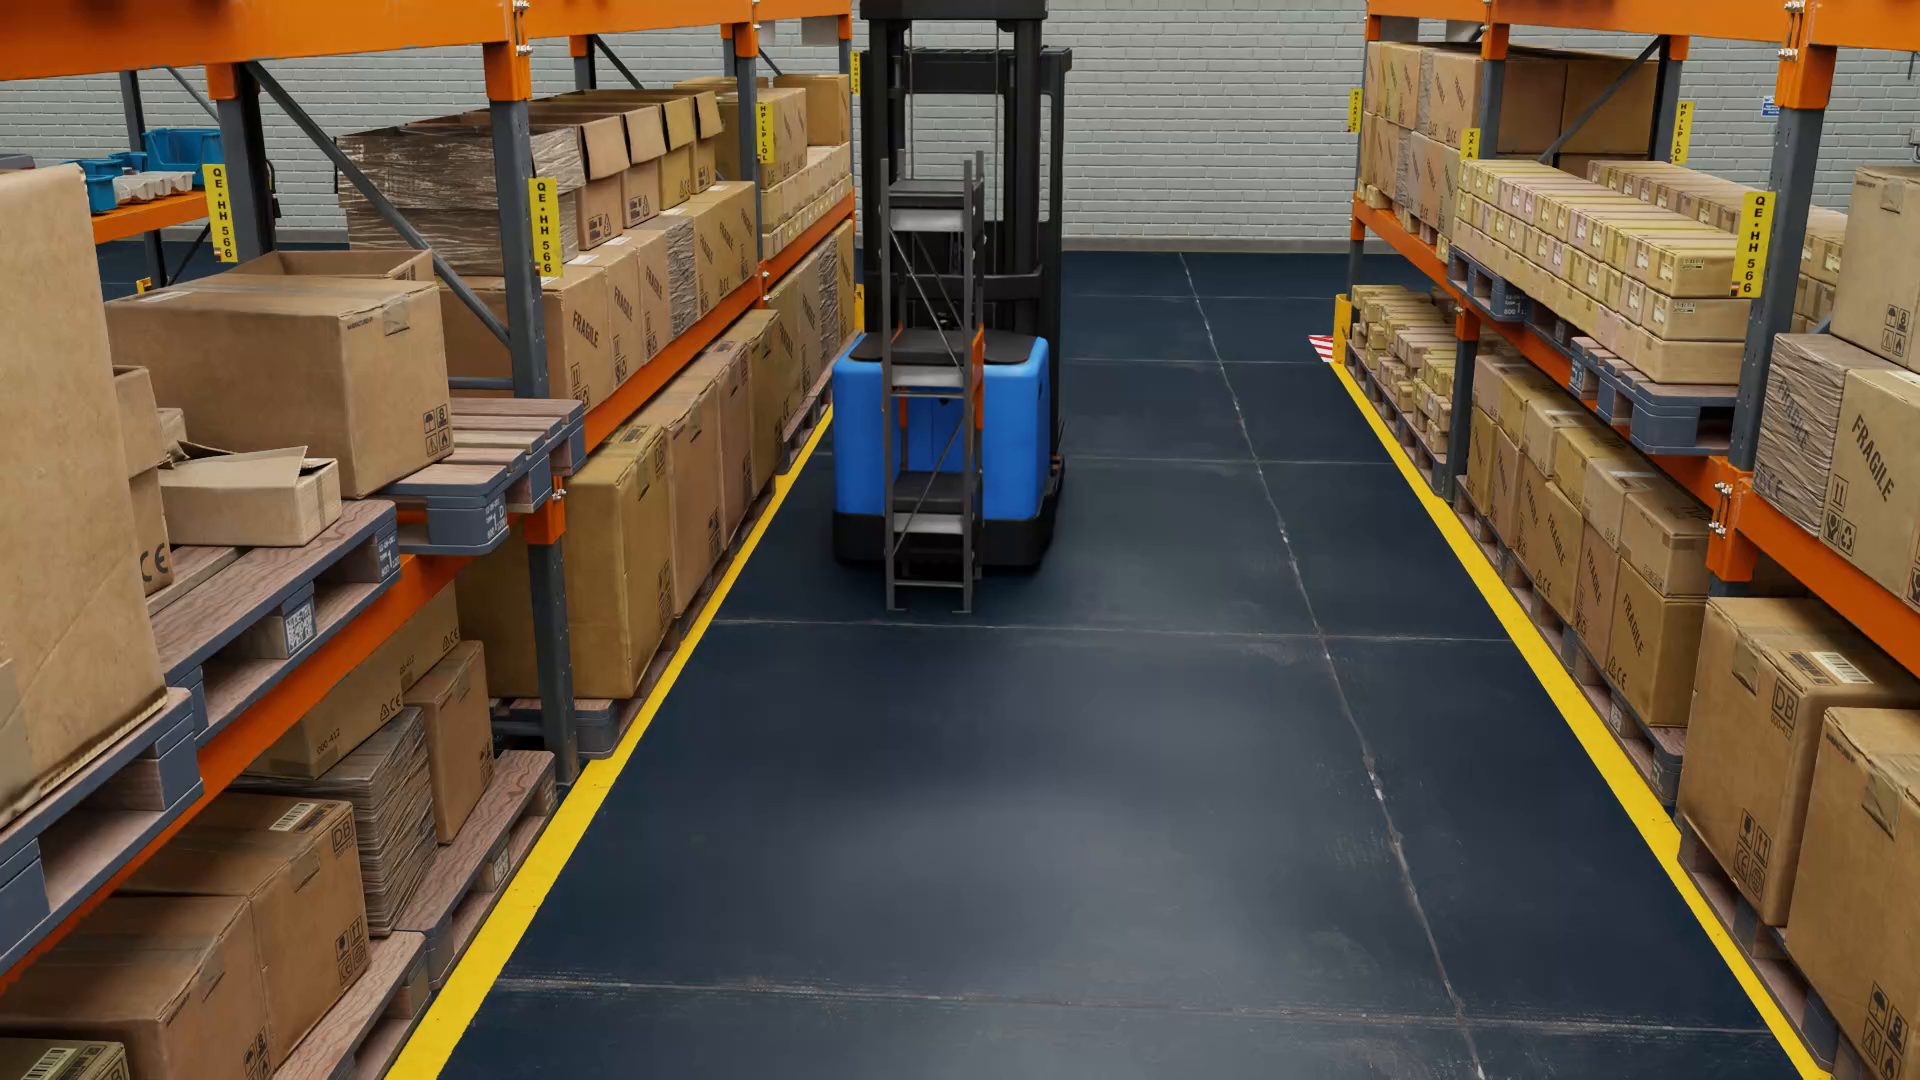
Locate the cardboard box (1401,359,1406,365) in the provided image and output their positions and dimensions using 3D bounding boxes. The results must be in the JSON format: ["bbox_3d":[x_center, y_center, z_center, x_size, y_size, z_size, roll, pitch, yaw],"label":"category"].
[{"bbox_3d":[3.258,-1.301,11.503,0.380,0.149,0.250,2,18,7],"label":"cardboard box"}]

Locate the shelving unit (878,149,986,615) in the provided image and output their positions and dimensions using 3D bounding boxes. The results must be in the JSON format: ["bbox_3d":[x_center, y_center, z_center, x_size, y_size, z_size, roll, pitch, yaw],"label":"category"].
[{"bbox_3d":[-0.119,-0.730,7.780,0.431,2.100,0.503,2,18,6],"label":"shelving unit"}]

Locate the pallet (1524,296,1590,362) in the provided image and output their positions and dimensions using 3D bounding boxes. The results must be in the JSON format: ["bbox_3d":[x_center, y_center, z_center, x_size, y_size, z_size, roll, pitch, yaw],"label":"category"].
[{"bbox_3d":[3.113,-0.921,7.224,1.003,0.211,1.213,1,18,4],"label":"pallet"}]

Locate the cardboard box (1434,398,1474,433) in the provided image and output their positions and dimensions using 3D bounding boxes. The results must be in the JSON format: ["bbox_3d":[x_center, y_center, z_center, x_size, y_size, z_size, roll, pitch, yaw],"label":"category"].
[{"bbox_3d":[3.004,-0.730,9.758,0.380,0.149,0.250,2,18,5],"label":"cardboard box"}]

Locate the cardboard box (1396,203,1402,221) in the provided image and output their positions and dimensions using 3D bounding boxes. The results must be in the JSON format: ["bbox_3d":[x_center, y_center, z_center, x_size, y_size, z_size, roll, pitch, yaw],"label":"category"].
[{"bbox_3d":[3.214,-2.262,11.414,0.380,0.149,0.250,1,18,3],"label":"cardboard box"}]

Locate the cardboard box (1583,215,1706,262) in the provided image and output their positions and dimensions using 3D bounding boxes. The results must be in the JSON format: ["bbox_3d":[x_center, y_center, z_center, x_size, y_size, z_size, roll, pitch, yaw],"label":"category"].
[{"bbox_3d":[2.644,-1.164,6.431,0.380,0.149,0.250,2,18,6],"label":"cardboard box"}]

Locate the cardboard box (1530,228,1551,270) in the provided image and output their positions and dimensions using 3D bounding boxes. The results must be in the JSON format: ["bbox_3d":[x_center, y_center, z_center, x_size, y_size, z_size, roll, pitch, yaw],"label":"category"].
[{"bbox_3d":[2.702,-1.262,7.209,0.380,0.149,0.250,1,18,3],"label":"cardboard box"}]

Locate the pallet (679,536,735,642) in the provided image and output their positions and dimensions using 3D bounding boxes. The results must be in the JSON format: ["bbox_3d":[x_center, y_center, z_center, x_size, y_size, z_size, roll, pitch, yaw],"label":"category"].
[{"bbox_3d":[-1.706,0.166,8.078,1.003,0.211,1.213,1,18,4],"label":"pallet"}]

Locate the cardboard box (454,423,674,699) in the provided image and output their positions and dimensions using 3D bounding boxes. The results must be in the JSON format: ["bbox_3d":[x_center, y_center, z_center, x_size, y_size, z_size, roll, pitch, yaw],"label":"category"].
[{"bbox_3d":[-1.858,0.058,6.666,1.225,0.875,0.875,0,18,1],"label":"cardboard box"}]

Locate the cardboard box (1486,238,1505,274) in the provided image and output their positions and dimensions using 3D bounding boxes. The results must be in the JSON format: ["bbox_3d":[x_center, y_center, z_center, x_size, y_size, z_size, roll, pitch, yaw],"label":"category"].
[{"bbox_3d":[2.757,-1.365,8.000,0.380,0.149,0.250,1,18,4],"label":"cardboard box"}]

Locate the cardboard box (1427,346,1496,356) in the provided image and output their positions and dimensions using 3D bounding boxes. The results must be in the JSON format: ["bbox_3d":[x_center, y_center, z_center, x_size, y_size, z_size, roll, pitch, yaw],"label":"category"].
[{"bbox_3d":[3.151,-1.119,10.469,0.380,0.149,0.250,2,18,6],"label":"cardboard box"}]

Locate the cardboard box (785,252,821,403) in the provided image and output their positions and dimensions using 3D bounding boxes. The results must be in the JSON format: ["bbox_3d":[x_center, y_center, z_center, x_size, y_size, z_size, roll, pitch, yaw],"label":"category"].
[{"bbox_3d":[-1.450,-1.453,11.278,0.875,0.875,0.875,1,18,4],"label":"cardboard box"}]

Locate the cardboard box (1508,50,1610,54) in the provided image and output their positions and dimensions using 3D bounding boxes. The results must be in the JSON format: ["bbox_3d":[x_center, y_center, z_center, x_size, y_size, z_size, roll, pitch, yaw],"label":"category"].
[{"bbox_3d":[3.663,-2.754,10.267,0.500,0.500,0.500,2,18,5],"label":"cardboard box"}]

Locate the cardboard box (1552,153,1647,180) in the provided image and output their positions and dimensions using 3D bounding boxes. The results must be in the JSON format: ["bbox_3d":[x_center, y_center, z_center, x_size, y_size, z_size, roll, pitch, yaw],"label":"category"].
[{"bbox_3d":[3.586,-1.975,9.496,0.500,0.500,0.500,1,18,3],"label":"cardboard box"}]

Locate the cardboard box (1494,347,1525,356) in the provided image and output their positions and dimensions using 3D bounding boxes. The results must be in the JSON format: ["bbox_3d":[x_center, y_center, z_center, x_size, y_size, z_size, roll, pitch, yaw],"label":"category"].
[{"bbox_3d":[3.574,-1.114,10.453,0.380,0.149,0.250,1,18,2],"label":"cardboard box"}]

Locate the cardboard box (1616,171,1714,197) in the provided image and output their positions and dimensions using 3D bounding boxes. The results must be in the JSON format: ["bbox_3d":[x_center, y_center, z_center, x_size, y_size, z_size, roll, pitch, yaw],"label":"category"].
[{"bbox_3d":[3.426,-1.709,8.094,0.380,0.149,0.250,1,18,2],"label":"cardboard box"}]

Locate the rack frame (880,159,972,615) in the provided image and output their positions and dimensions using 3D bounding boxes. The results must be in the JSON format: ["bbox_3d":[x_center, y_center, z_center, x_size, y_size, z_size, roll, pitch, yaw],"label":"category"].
[{"bbox_3d":[-0.148,-0.655,7.550,0.400,2.100,0.015,2,18,6],"label":"rack frame"}]

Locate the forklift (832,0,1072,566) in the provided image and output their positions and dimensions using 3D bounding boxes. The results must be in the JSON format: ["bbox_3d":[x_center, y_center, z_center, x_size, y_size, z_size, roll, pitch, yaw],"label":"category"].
[{"bbox_3d":[0.040,-1.678,9.336,1.130,2.935,3.031,2,18,6],"label":"forklift"}]

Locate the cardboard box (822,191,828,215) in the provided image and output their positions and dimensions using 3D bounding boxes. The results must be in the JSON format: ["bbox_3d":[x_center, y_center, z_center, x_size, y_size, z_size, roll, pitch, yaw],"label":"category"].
[{"bbox_3d":[-1.141,-2.388,11.796,0.380,0.149,0.250,1,18,4],"label":"cardboard box"}]

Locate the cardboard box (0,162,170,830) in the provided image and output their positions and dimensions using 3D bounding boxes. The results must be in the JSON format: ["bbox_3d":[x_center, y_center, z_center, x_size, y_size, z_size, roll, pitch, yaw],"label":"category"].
[{"bbox_3d":[-2.018,-0.024,2.542,1.000,1.000,1.000,1,18,4],"label":"cardboard box"}]

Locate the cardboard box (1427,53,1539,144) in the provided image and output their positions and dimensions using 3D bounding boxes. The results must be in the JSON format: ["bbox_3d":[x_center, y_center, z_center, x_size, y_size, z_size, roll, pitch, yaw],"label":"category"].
[{"bbox_3d":[3.094,-2.615,9.843,0.500,0.500,0.500,1,18,2],"label":"cardboard box"}]

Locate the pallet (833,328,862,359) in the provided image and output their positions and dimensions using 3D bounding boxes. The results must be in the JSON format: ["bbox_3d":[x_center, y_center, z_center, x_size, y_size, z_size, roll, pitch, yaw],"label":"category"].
[{"bbox_3d":[-1.334,-1.448,13.002,1.003,0.211,1.213,1,18,4],"label":"pallet"}]

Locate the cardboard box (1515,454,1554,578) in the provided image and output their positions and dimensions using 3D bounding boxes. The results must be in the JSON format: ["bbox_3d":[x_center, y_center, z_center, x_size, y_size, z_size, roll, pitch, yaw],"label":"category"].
[{"bbox_3d":[2.921,-0.099,7.748,0.500,0.500,0.500,2,18,5],"label":"cardboard box"}]

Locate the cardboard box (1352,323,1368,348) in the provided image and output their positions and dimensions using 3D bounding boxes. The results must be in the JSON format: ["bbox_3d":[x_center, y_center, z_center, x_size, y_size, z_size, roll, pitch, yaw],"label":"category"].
[{"bbox_3d":[3.229,-1.570,12.801,0.380,0.149,0.250,2,18,5],"label":"cardboard box"}]

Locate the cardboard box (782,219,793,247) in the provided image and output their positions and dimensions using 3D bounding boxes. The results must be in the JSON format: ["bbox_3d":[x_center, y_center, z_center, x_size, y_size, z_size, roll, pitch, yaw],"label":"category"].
[{"bbox_3d":[-1.251,-1.909,10.335,0.380,0.149,0.250,2,18,6],"label":"cardboard box"}]

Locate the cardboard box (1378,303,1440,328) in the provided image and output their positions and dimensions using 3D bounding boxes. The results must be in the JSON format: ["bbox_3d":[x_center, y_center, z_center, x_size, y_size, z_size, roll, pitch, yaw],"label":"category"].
[{"bbox_3d":[3.228,-1.611,11.969,0.380,0.149,0.250,0,18,1],"label":"cardboard box"}]

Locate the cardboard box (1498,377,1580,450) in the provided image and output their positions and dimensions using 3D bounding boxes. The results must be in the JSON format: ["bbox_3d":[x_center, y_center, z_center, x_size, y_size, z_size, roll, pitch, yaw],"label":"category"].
[{"bbox_3d":[2.947,-0.617,8.126,0.500,0.250,0.500,2,18,5],"label":"cardboard box"}]

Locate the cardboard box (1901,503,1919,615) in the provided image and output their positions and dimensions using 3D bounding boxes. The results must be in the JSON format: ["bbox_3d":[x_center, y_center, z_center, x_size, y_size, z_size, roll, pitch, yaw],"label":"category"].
[{"bbox_3d":[2.640,0.004,3.932,0.500,0.500,0.500,1,18,4],"label":"cardboard box"}]

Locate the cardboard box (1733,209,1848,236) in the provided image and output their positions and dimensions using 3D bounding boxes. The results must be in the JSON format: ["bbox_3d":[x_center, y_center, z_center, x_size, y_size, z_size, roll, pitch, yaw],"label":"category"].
[{"bbox_3d":[3.314,-1.224,6.615,0.380,0.149,0.250,2,18,6],"label":"cardboard box"}]

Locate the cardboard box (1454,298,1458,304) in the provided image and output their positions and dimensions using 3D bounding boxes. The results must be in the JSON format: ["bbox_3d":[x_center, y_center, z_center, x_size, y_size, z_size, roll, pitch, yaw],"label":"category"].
[{"bbox_3d":[3.833,-1.678,12.176,0.380,0.149,0.250,1,18,3],"label":"cardboard box"}]

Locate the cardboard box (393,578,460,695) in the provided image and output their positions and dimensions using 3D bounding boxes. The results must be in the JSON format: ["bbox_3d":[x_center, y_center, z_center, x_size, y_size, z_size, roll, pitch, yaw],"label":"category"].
[{"bbox_3d":[-1.946,0.293,5.315,0.500,0.250,0.500,2,18,6],"label":"cardboard box"}]

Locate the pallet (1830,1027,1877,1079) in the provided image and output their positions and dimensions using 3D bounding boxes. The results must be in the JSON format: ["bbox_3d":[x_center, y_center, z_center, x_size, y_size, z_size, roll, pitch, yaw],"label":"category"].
[{"bbox_3d":[2.790,1.550,3.853,1.003,0.211,1.213,1,18,4],"label":"pallet"}]

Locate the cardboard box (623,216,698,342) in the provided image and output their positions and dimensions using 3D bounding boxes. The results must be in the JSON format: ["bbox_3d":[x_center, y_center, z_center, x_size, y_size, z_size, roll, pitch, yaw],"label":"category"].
[{"bbox_3d":[-1.516,-1.205,7.623,0.500,0.500,0.500,1,18,4],"label":"cardboard box"}]

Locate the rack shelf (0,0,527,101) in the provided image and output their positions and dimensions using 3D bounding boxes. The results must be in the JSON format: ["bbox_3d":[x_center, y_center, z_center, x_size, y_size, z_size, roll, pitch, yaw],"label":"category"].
[{"bbox_3d":[-2.071,-1.001,3.498,1.077,0.370,4.000,1,18,4],"label":"rack shelf"}]

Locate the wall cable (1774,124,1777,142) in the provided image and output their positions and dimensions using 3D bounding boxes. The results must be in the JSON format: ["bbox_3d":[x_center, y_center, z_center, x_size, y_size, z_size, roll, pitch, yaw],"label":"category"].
[{"bbox_3d":[8.911,-5.051,17.839,0.585,1.953,0.123,1,18,4],"label":"wall cable"}]

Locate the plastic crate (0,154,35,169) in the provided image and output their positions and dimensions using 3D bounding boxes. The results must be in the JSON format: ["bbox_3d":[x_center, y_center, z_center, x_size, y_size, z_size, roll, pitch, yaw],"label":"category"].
[{"bbox_3d":[-6.267,-2.222,10.687,0.402,0.464,0.583,1,18,4],"label":"plastic crate"}]

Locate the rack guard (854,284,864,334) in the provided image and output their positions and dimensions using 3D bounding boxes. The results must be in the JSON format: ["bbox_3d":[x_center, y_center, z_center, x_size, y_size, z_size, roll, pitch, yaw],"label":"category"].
[{"bbox_3d":[-1.353,-1.842,13.743,1.175,0.500,0.348,1,18,4],"label":"rack guard"}]

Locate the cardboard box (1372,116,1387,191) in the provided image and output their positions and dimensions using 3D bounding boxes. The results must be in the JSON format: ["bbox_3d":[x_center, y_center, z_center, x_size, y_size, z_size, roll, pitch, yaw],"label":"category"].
[{"bbox_3d":[3.265,-2.770,11.920,0.500,0.500,0.500,1,18,4],"label":"cardboard box"}]

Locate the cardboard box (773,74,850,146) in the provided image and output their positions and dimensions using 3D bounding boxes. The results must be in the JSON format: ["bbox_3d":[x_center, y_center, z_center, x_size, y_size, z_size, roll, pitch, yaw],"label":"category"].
[{"bbox_3d":[-1.127,-3.292,12.712,0.500,0.500,0.500,2,18,5],"label":"cardboard box"}]

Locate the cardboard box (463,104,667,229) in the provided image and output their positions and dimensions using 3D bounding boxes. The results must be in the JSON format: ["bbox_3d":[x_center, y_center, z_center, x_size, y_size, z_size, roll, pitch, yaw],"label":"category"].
[{"bbox_3d":[-1.768,-1.700,7.522,0.797,0.503,0.637,2,18,6],"label":"cardboard box"}]

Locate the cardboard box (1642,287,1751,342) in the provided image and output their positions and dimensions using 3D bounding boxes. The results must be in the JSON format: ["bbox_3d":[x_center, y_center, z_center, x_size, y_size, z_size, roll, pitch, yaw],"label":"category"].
[{"bbox_3d":[2.593,-0.781,5.741,0.380,0.149,0.250,2,18,5],"label":"cardboard box"}]

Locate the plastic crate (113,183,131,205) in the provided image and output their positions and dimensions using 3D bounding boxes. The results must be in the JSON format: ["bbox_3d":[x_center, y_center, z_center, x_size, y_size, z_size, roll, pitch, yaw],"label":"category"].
[{"bbox_3d":[-6.206,-2.510,12.094,0.298,0.136,0.250,1,18,4],"label":"plastic crate"}]

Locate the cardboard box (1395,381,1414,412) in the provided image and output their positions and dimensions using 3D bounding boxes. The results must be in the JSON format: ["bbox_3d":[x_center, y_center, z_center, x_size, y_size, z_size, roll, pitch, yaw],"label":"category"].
[{"bbox_3d":[3.061,-0.934,10.860,0.380,0.149,0.250,1,18,4],"label":"cardboard box"}]

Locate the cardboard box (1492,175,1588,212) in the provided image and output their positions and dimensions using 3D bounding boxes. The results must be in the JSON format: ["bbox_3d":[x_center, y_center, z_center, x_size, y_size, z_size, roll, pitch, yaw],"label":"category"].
[{"bbox_3d":[2.757,-1.645,7.901,0.380,0.149,0.250,1,18,3],"label":"cardboard box"}]

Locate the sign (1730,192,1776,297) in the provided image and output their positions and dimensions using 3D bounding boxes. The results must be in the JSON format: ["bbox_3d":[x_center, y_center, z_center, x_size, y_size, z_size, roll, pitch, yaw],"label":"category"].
[{"bbox_3d":[2.470,-0.918,5.175,0.100,0.325,0.005,1,18,4],"label":"sign"}]

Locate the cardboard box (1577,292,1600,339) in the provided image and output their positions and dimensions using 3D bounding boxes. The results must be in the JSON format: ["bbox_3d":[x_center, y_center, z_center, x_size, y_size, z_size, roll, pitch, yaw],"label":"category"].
[{"bbox_3d":[2.648,-0.874,6.502,0.380,0.149,0.250,1,18,3],"label":"cardboard box"}]

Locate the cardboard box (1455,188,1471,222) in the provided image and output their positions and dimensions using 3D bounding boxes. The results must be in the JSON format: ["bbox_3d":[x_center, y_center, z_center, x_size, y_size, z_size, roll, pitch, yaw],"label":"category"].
[{"bbox_3d":[2.812,-1.748,8.691,0.380,0.149,0.250,2,18,5],"label":"cardboard box"}]

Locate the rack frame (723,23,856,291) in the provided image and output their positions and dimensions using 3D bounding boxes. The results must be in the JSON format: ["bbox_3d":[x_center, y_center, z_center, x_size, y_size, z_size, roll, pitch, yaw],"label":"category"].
[{"bbox_3d":[-1.354,-3.023,13.331,1.000,3.000,0.127,1,18,4],"label":"rack frame"}]

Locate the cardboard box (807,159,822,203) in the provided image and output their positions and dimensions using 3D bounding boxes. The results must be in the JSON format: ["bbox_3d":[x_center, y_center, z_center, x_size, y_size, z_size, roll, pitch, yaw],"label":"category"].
[{"bbox_3d":[-1.231,-2.459,11.374,0.500,0.250,0.500,1,18,4],"label":"cardboard box"}]

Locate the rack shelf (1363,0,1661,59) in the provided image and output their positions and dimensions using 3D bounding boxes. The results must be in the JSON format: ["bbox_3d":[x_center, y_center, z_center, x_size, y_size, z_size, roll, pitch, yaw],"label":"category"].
[{"bbox_3d":[3.442,-3.343,10.647,1.077,0.370,4.000,1,18,4],"label":"rack shelf"}]
